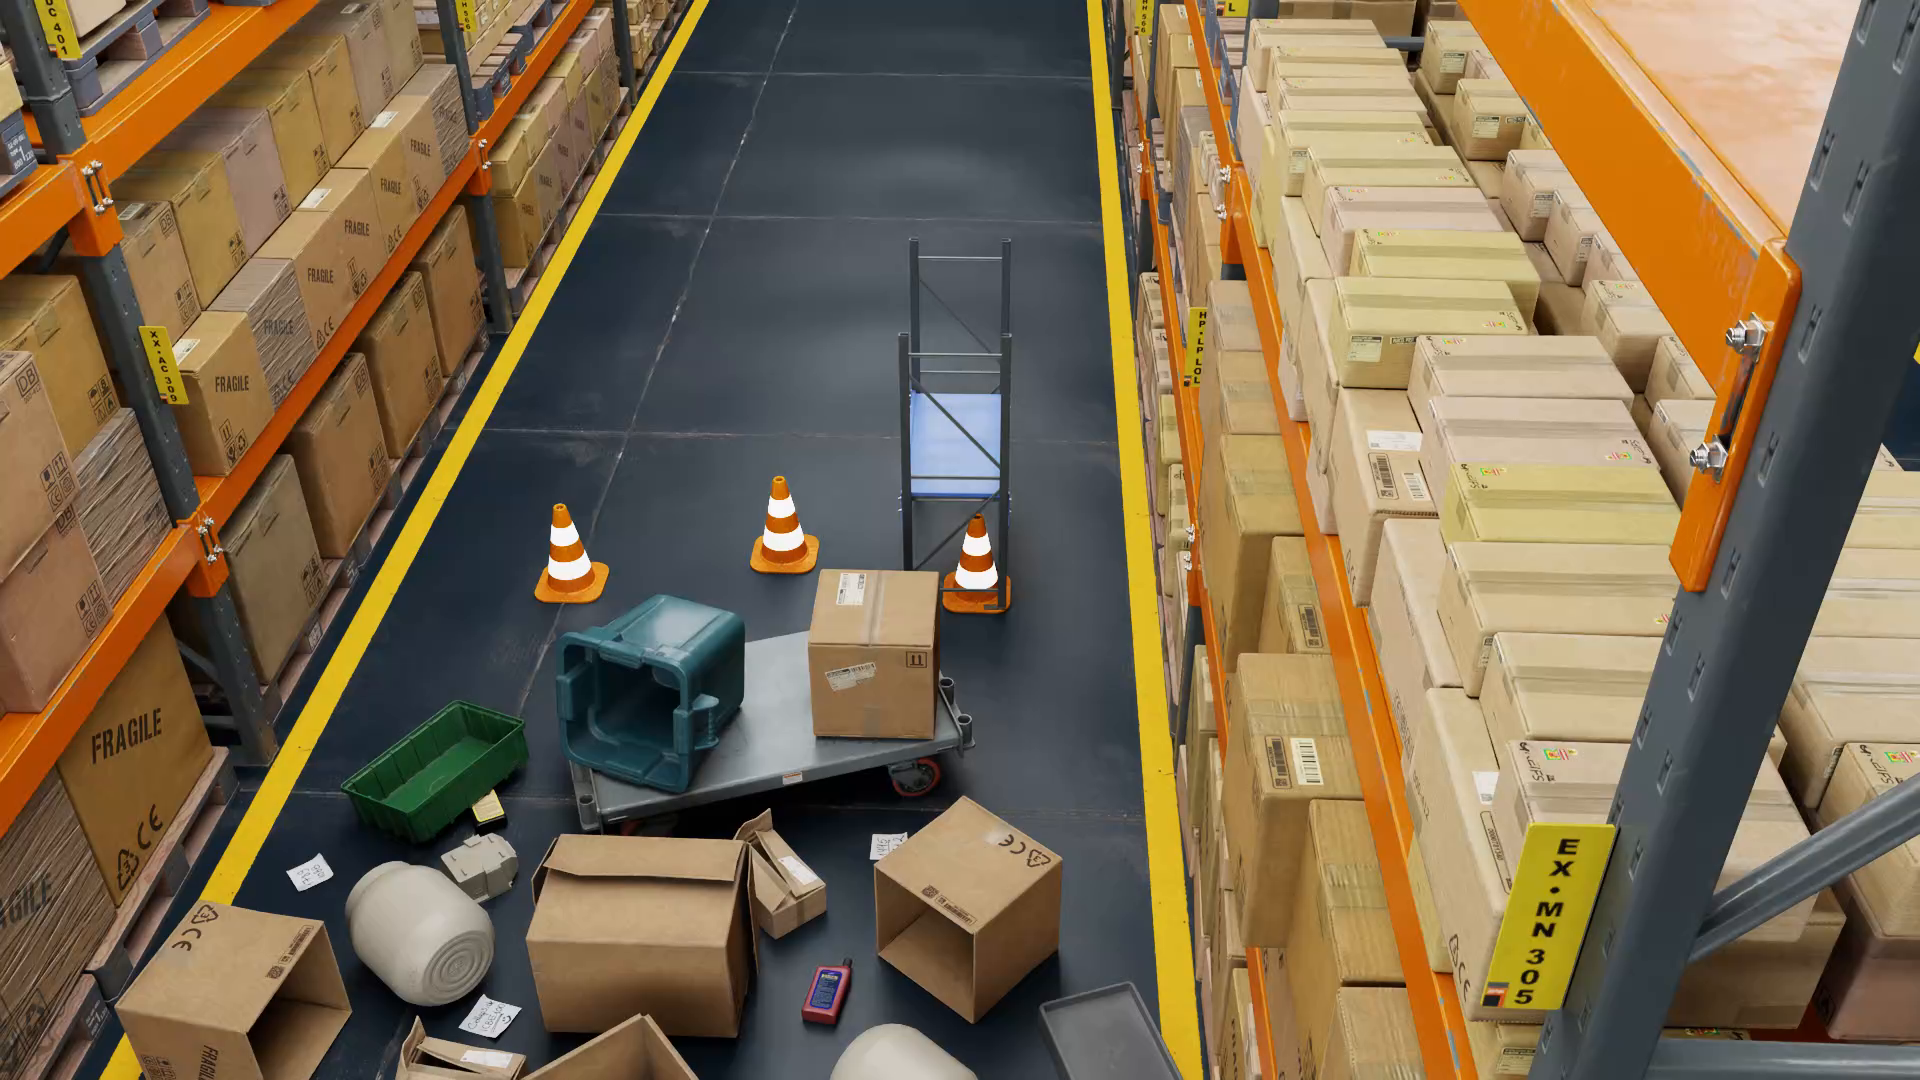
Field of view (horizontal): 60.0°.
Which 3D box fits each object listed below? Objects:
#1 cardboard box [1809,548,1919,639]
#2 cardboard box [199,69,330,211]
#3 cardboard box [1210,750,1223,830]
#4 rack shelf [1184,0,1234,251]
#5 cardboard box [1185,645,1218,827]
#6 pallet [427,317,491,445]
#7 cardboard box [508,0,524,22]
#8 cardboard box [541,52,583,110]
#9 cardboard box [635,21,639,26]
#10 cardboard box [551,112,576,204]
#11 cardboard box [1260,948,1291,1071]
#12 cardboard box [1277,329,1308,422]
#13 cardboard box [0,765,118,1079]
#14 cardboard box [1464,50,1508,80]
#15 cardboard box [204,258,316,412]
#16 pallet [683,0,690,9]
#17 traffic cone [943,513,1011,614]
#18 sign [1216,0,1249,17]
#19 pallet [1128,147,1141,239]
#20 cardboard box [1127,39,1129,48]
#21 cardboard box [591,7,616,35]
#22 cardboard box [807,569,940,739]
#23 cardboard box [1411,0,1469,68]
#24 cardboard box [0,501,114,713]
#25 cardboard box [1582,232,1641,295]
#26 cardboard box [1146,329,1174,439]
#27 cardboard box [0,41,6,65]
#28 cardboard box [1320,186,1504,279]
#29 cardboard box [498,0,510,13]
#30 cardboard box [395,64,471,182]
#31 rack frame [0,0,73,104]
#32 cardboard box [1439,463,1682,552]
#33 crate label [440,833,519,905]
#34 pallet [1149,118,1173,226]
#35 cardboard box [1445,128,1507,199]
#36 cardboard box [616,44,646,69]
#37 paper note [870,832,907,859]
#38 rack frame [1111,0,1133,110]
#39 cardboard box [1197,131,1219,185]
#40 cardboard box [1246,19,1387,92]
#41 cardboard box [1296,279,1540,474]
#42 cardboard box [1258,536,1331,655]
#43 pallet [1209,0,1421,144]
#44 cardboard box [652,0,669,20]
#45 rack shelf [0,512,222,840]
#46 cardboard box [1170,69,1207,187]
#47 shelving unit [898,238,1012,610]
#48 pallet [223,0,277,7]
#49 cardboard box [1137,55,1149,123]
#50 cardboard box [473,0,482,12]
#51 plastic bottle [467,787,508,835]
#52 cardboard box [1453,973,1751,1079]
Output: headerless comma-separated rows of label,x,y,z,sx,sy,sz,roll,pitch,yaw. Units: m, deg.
cardboard box,1.557,0.143,2.799,0.380,0.149,0.250,1,35,2
cardboard box,-3.442,-1.885,7.812,0.700,0.500,0.500,1,35,1
cardboard box,1.056,0.862,5.670,0.380,0.149,0.250,3,35,4
rack shelf,1.514,-2.299,7.375,1.077,0.370,4.000,1,35,2
cardboard box,1.140,0.762,6.377,0.500,0.500,0.500,3,35,4
pallet,-3.463,-0.979,9.906,1.003,0.211,1.213,1,35,2
cardboard box,-3.097,-3.510,10.935,0.380,0.149,0.250,2,35,3
cardboard box,-3.014,-3.293,11.929,0.500,0.250,0.500,0,35,0
cardboard box,-2.940,-4.345,14.125,0.380,0.149,0.250,2,35,2
cardboard box,-3.040,-2.705,11.745,0.500,0.500,0.500,0,35,1
cardboard box,1.068,1.025,4.283,0.500,0.500,0.500,1,35,2
cardboard box,1.036,-0.430,4.308,0.380,0.149,0.250,1,35,1
cardboard box,-3.644,1.302,5.717,0.875,0.875,0.875,2,35,2
cardboard box,1.705,-1.330,4.895,0.380,0.149,0.250,0,35,1
cardboard box,-3.207,-0.900,7.281,0.500,0.500,0.500,2,35,2
pallet,-3.106,-5.517,16.363,1.003,0.211,1.213,1,35,2
traffic cone,0.084,0.076,8.185,0.336,0.463,0.334,1,35,2
sign,0.879,-1.828,5.287,0.100,0.325,0.005,1,35,2
pallet,1.753,-2.525,12.105,1.003,0.211,1.213,1,35,2
cardboard box,1.887,-4.295,14.062,0.875,0.438,0.875,1,35,1
cardboard box,-2.974,-4.312,13.819,0.380,0.149,0.250,3,35,4
cardboard box,-0.346,0.472,6.931,0.500,0.500,0.500,1,35,2
cardboard box,1.858,-1.881,5.920,0.500,0.250,0.500,0,35,1
cardboard box,-3.519,0.194,5.681,0.875,0.550,0.550,1,35,2
cardboard box,1.672,-0.588,3.840,0.380,0.149,0.250,2,35,3
cardboard box,1.540,-0.863,9.236,0.950,0.372,0.625,1,35,1
cardboard box,-3.280,-1.485,5.011,0.500,0.250,0.500,1,35,1
cardboard box,1.097,-0.745,4.063,0.380,0.149,0.250,1,35,1
cardboard box,-3.110,-3.490,10.647,0.380,0.149,0.250,1,35,2
cardboard box,-3.106,-2.347,9.340,0.500,0.500,0.500,1,35,2
rack frame,-3.517,-2.728,4.751,1.000,3.000,0.127,1,35,2
cardboard box,1.094,-0.010,3.017,0.380,0.149,0.250,2,35,2
crate label,-1.942,1.319,6.700,0.298,0.136,0.250,-24,42,-30
pallet,1.672,-2.025,9.135,1.213,0.211,1.003,1,35,2
cardboard box,1.665,-0.955,4.708,0.500,0.250,0.500,1,35,1
cardboard box,-2.860,-4.077,14.002,0.380,0.149,0.250,0,35,0
paper note,-0.292,1.263,6.872,0.148,0.019,0.142,1,35,2
rack frame,1.755,-4.813,12.936,1.000,3.000,0.127,1,35,2
cardboard box,1.229,-1.642,7.148,0.380,0.149,0.250,0,35,0
cardboard box,1.095,-1.494,5.130,0.380,0.149,0.250,1,35,1
cardboard box,1.080,-0.384,3.897,0.500,0.250,0.500,2,35,2
cardboard box,1.180,0.341,4.386,0.700,0.500,0.500,1,35,2
pallet,1.565,-1.720,6.089,1.213,0.211,1.003,1,35,2
cardboard box,-2.848,-4.823,15.064,0.380,0.149,0.250,0,35,1
rack shelf,-3.597,1.170,5.048,1.077,0.370,4.000,1,35,2
cardboard box,1.316,-1.992,8.210,0.500,0.500,0.500,2,35,3
shelving unit,-0.011,-0.574,8.196,0.538,1.500,1.048,1,34,1
pallet,-3.371,-2.708,7.495,1.003,0.211,1.213,3,35,4
cardboard box,1.355,-2.750,10.131,0.500,0.250,0.500,0,35,0
cardboard box,-3.136,-3.299,10.118,0.380,0.149,0.250,0,35,1
plastic bottle,-2.020,1.122,7.046,0.133,0.061,0.283,-17,38,-22
cardboard box,1.008,0.745,2.637,0.380,0.149,0.250,1,35,2
